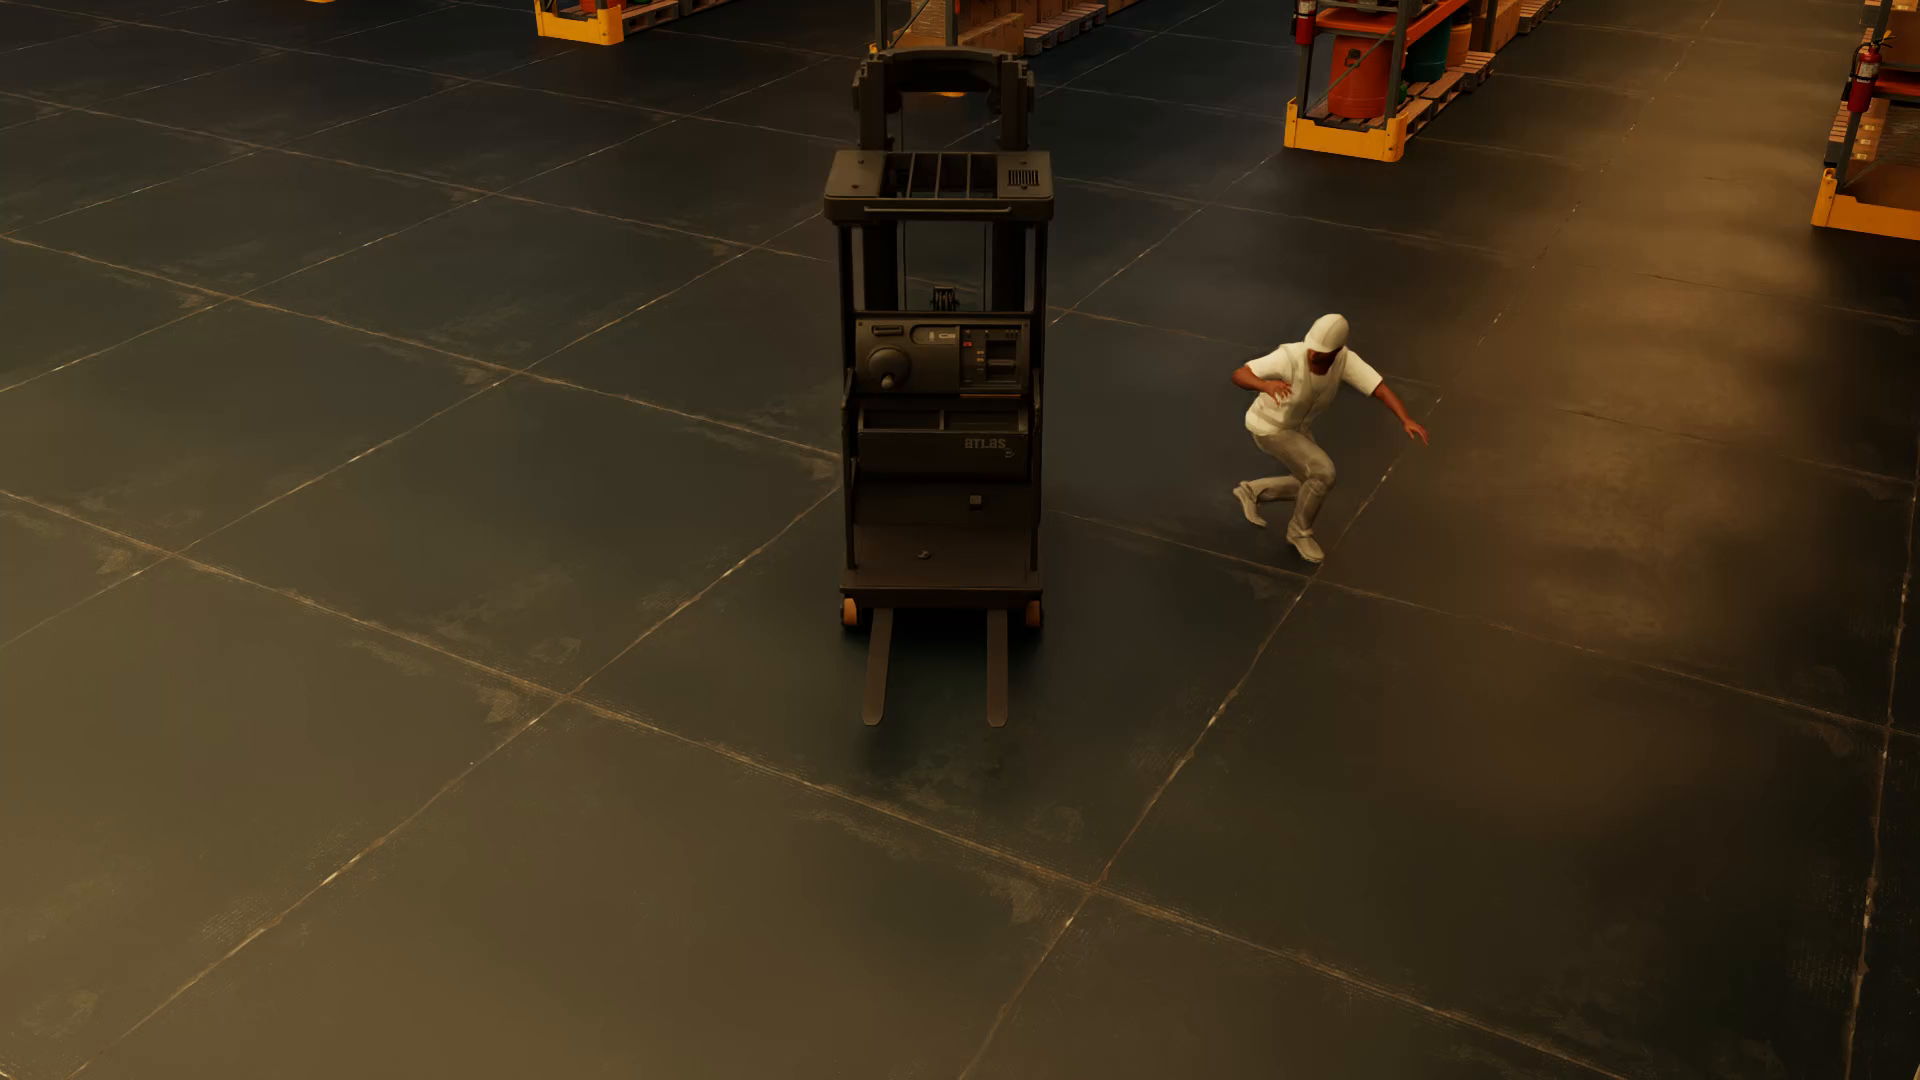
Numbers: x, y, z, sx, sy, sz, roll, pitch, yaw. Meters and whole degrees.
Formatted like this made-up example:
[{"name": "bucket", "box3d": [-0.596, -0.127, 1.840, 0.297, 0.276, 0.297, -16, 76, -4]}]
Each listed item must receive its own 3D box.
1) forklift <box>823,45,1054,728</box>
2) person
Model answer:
[{"name": "forklift", "box3d": [-0.093, -0.938, 8.696, 1.130, 2.935, 3.031, 1, 30, 1]}, {"name": "person", "box3d": [2.054, -0.564, 9.512, 1.103, 1.482, 0.850, 25, 38, 36]}]
